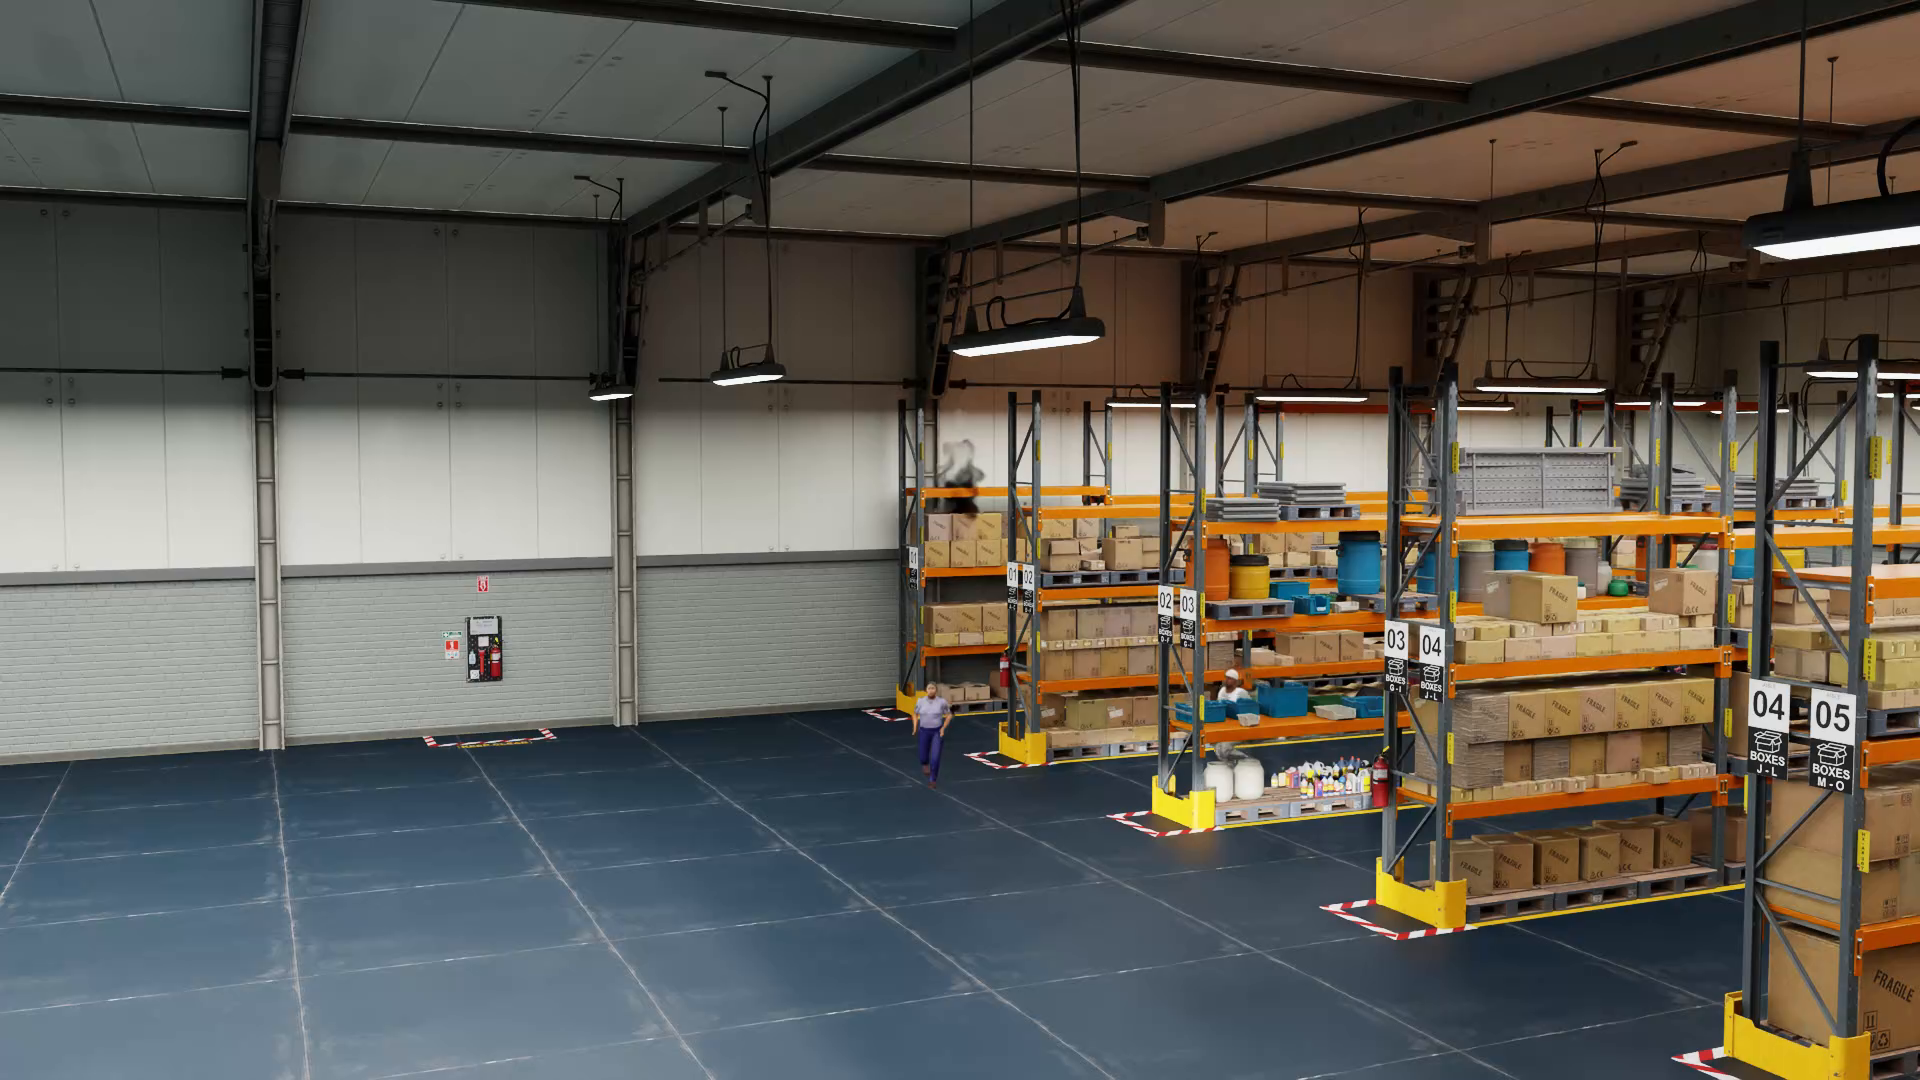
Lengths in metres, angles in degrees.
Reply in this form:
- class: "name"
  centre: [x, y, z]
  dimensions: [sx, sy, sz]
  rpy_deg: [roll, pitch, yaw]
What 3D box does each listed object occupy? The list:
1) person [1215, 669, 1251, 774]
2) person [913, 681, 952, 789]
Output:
- class: "person"
  centre: [4.093, 2.827, 25.178]
  dimensions: [0.599, 1.736, 0.685]
  rpy_deg: [-3, 4, -38]
- class: "person"
  centre: [-0.416, 2.915, 25.047]
  dimensions: [0.593, 1.597, 0.586]
  rpy_deg: [0, 3, 6]
